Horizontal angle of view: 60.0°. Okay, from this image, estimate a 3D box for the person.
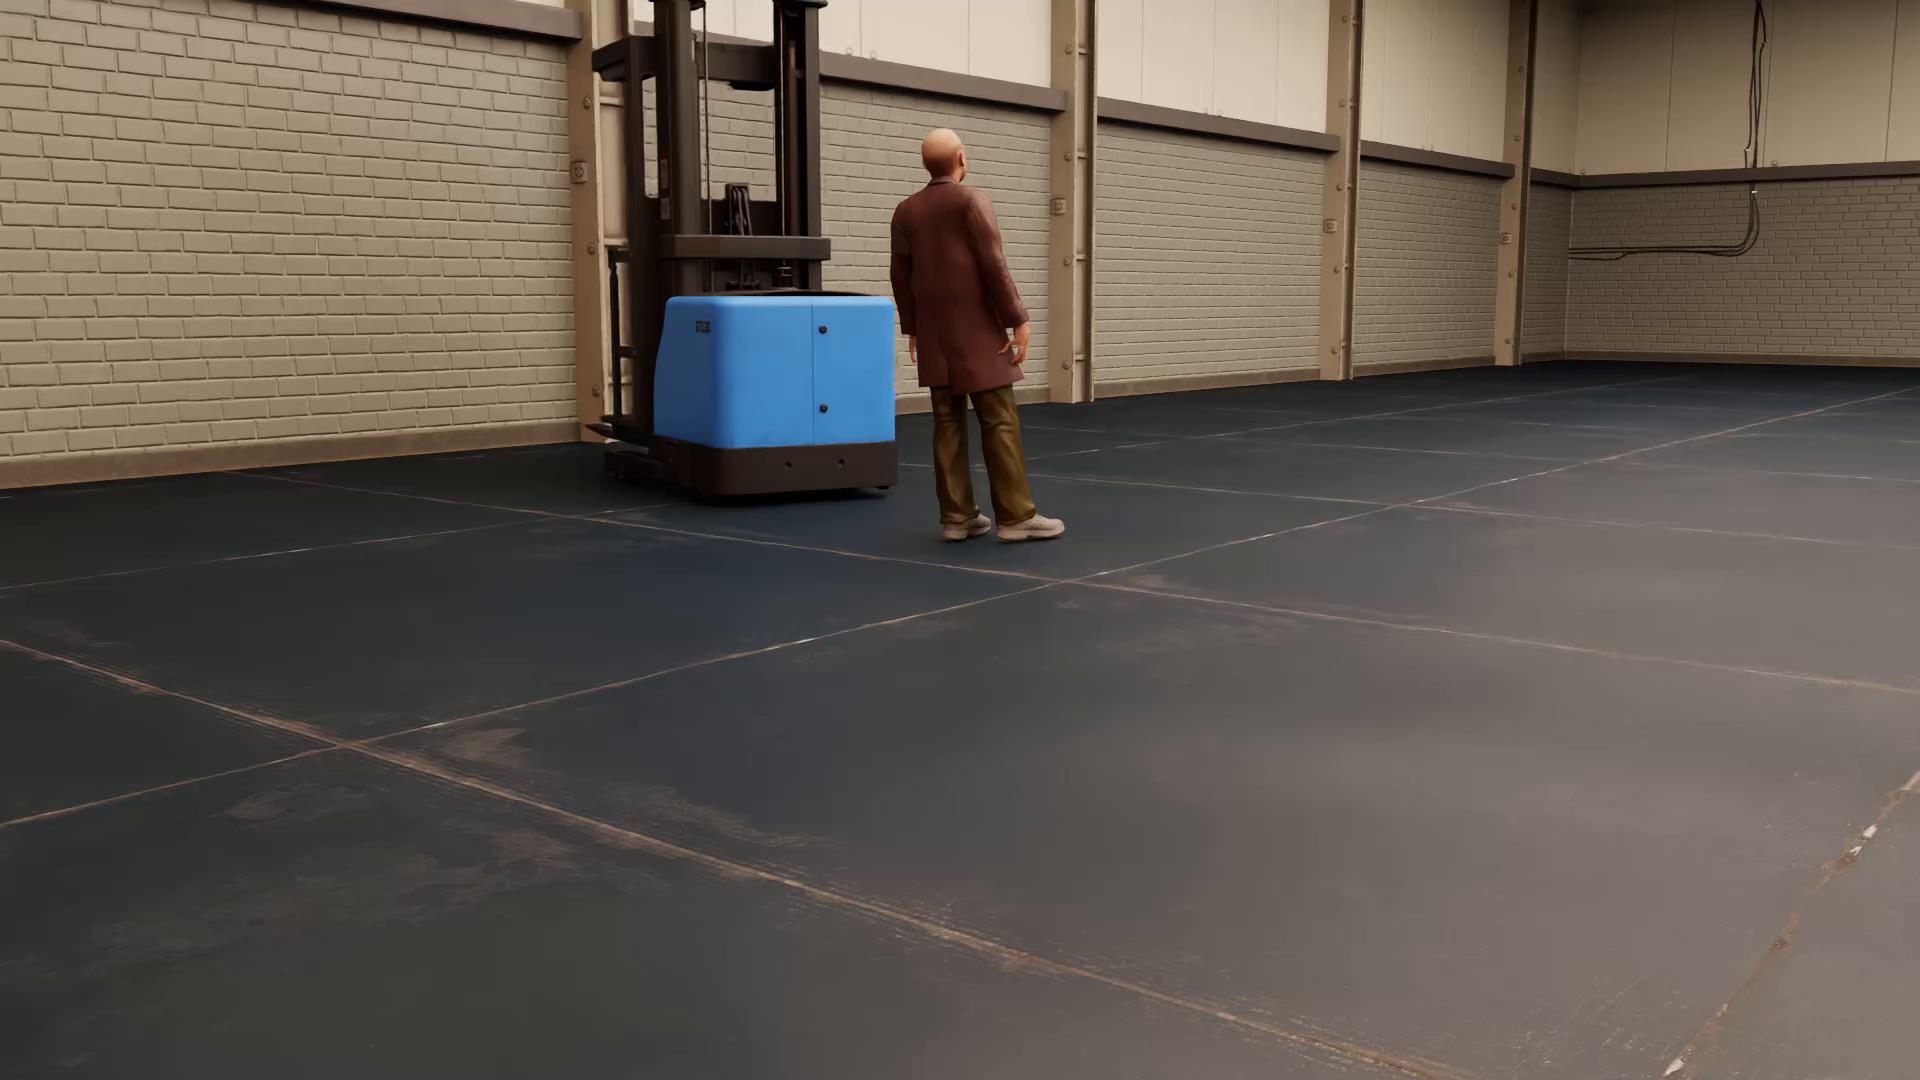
[{"bbox_3d":[0.061,-0.896,7.344,0.696,1.777,0.579,7,11,38],"label":"person"}]

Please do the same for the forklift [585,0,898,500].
[{"bbox_3d":[-1.484,-1.830,9.790,1.130,2.935,3.031,-5,9,-28],"label":"forklift"}]
